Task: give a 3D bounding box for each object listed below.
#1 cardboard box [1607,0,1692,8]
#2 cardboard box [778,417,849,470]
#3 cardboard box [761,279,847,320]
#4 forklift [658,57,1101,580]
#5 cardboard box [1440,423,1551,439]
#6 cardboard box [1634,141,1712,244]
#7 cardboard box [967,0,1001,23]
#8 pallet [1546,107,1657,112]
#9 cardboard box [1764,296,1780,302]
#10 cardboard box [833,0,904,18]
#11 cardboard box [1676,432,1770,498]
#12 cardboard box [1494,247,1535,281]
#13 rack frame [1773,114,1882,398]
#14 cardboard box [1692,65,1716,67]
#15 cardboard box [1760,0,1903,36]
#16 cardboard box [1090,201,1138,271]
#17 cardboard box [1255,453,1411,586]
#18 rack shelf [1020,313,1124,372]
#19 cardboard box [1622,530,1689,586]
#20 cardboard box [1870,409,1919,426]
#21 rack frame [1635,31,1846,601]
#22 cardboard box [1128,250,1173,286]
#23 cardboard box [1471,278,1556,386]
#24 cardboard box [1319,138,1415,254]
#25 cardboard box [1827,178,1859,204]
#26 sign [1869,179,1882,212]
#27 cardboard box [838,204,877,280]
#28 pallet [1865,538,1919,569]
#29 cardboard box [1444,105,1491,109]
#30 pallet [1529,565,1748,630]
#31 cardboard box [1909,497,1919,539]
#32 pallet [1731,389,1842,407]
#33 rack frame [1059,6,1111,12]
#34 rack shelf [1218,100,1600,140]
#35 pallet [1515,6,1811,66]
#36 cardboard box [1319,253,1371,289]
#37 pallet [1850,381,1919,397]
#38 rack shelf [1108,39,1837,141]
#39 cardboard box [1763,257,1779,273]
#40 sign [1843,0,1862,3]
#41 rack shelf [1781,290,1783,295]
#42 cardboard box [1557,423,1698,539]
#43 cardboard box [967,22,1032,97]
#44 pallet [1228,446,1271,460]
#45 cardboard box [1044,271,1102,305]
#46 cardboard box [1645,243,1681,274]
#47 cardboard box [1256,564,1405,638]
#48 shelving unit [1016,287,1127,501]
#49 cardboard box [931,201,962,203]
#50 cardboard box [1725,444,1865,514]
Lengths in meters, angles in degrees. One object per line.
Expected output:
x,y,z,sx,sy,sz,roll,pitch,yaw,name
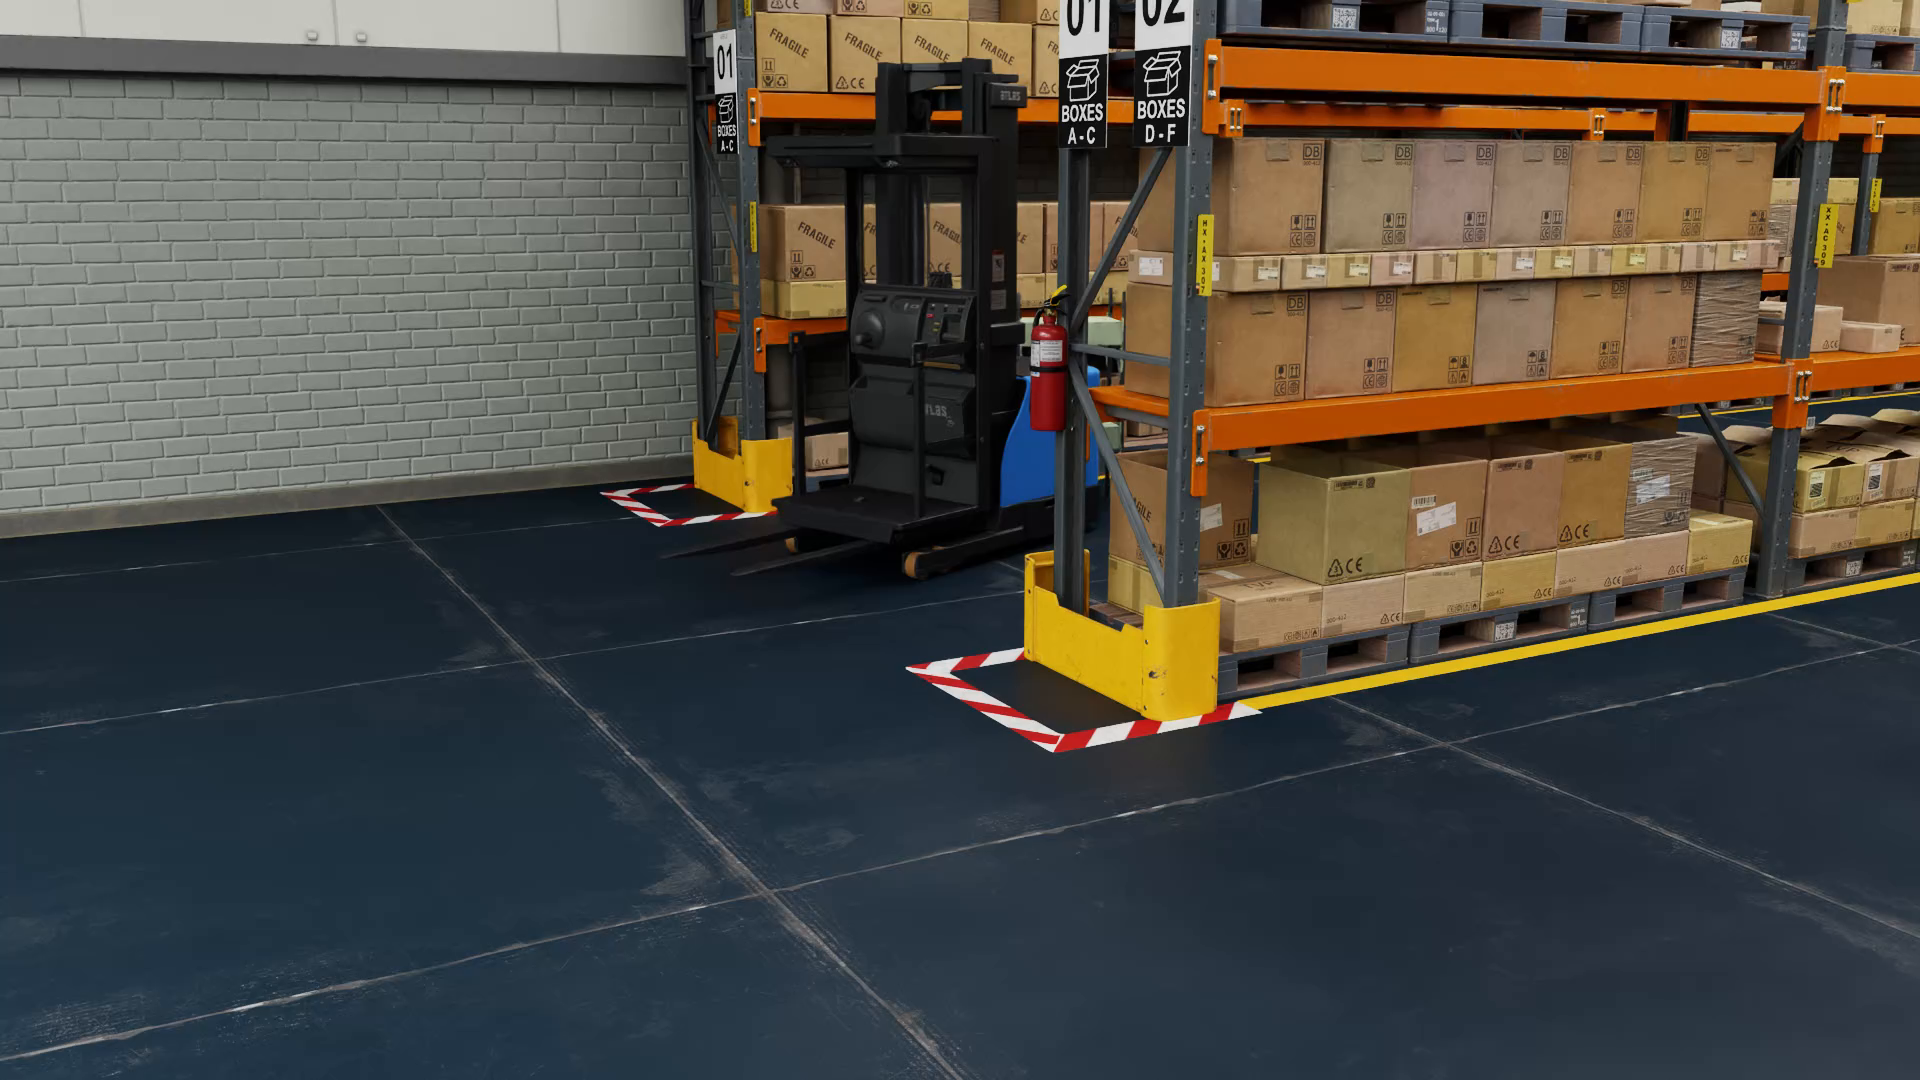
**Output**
3.324,-2.667,8.092,0.250,0.149,0.380,-7,14,-28,cardboard box
-0.986,-0.724,12.117,0.500,0.311,0.500,-9,15,-34,cardboard box
-1.056,-1.693,11.594,0.500,0.250,0.500,-7,15,-29,cardboard box
-0.430,-1.324,9.819,1.130,2.935,3.031,11,17,40,forklift
2.817,-0.368,9.010,0.500,0.500,0.500,-7,14,-28,cardboard box
3.422,-1.813,8.650,0.500,0.500,0.700,-7,14,-28,cardboard box
-0.021,-4.030,12.301,0.500,0.500,0.500,-7,14,-28,cardboard box
5.925,-4.057,15.401,1.003,0.211,1.213,-6,14,-25,pallet
4.935,-1.295,9.836,0.258,0.266,0.396,-7,15,-29,cardboard box
-0.717,-3.812,11.334,0.500,0.500,0.500,-7,14,-29,cardboard box
4.470,-0.467,9.882,0.500,0.311,0.500,-7,14,-28,cardboard box
2.538,-1.338,8.018,0.250,0.149,0.380,-7,14,-27,cardboard box
8.896,-3.028,17.233,0.127,3.000,1.000,-7,14,-28,rack frame
6.715,-4.518,15.791,0.500,0.500,0.700,-6,14,-25,cardboard box
4.797,-2.890,9.174,0.500,0.250,0.500,-5,14,-22,cardboard box
1.172,-2.326,12.701,0.500,0.500,0.500,-7,14,-28,cardboard box
1.756,-0.107,7.852,0.500,0.500,0.500,-7,14,-28,cardboard box
0.723,-1.357,11.444,0.720,0.370,0.431,-2,13,-10,rack shelf
3.506,0.046,8.880,0.500,0.250,0.500,-7,14,-28,cardboard box
6.256,-0.682,10.835,0.500,0.311,0.500,-7,15,-29,cardboard box
4.251,-1.232,9.253,0.127,3.000,1.000,-7,14,-28,rack frame
0.985,-1.254,7.643,0.250,0.149,0.380,-7,15,-29,cardboard box
2.514,-1.070,8.306,0.500,0.500,0.700,-6,14,-26,cardboard box
1.662,-1.602,7.712,0.500,0.500,0.700,-7,15,-29,cardboard box
8.609,-3.499,16.667,0.500,0.250,0.500,-6,14,-26,cardboard box
9.165,-3.451,16.654,0.005,0.325,0.100,-7,14,-28,sign
-0.635,-2.111,11.744,0.500,0.500,0.500,-7,14,-28,cardboard box
5.952,-0.086,10.511,1.213,0.211,1.003,-7,14,-28,pallet
4.203,-4.012,14.494,0.637,0.503,0.797,-5,14,-20,cardboard box
3.533,0.204,9.223,1.213,0.211,1.003,-7,14,-28,pallet
5.627,-0.199,9.968,0.500,0.250,0.500,-7,15,-30,cardboard box
8.255,-1.572,17.114,1.213,0.211,1.003,-7,14,-28,pallet
0.740,-3.738,6.725,0.127,3.000,1.000,-7,14,-28,rack frame
3.630,-3.509,14.178,4.000,0.370,1.077,-7,14,-28,rack shelf
3.515,-2.558,8.513,1.213,0.211,1.003,-7,14,-28,pallet
1.638,-1.231,7.541,0.250,0.149,0.380,-7,14,-28,cardboard box
9.601,-1.733,17.828,1.213,0.211,1.003,-7,14,-28,pallet
2.496,-2.134,8.068,4.000,0.370,1.077,-7,14,-28,rack shelf
7.826,-2.724,16.406,0.250,0.149,0.380,-7,14,-28,cardboard box
4.519,-2.880,8.384,0.005,0.325,0.100,-7,14,-28,sign
10.652,-2.888,18.247,4.000,0.370,1.077,-7,14,-28,rack shelf
3.505,-0.320,8.799,0.500,0.500,0.500,-7,14,-28,cardboard box
0.179,-3.440,11.958,0.500,0.500,0.500,-6,14,-24,cardboard box
2.557,-0.908,14.165,1.213,0.211,1.003,-7,14,-28,pallet
0.729,-1.908,12.552,0.500,0.250,0.500,-7,14,-28,cardboard box
3.439,-1.446,8.498,0.250,0.149,0.380,-7,14,-28,cardboard box
1.755,0.258,7.936,0.500,0.250,0.500,-7,14,-28,cardboard box
0.723,-0.976,11.529,0.755,1.500,0.431,-2,13,-10,shelving unit
0.016,-2.318,12.665,0.500,0.500,0.500,-7,14,-27,cardboard box
4.734,-0.365,9.427,0.500,0.311,0.500,-7,14,-28,cardboard box
